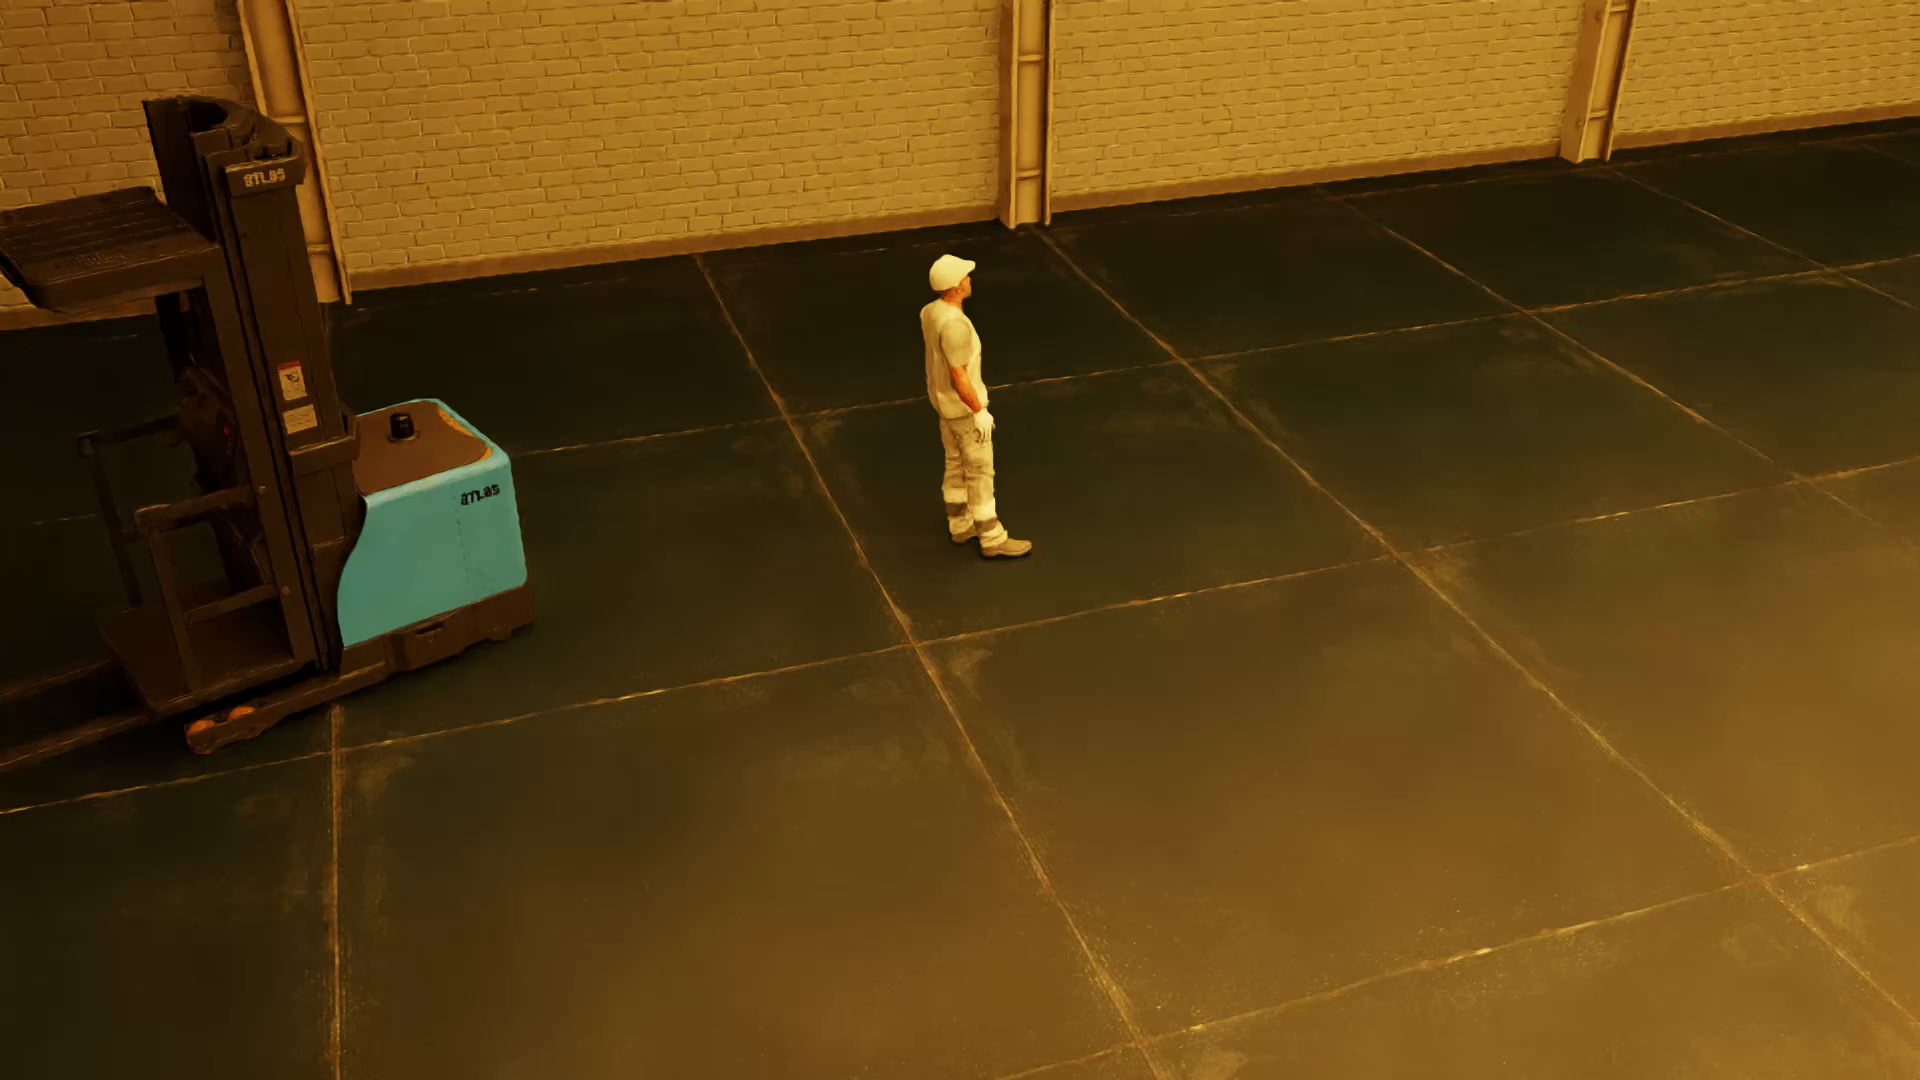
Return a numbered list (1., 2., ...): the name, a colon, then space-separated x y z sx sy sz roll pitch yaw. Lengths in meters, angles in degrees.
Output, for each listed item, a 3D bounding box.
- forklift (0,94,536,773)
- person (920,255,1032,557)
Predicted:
1. forklift: -3.803 -0.513 7.978 3.031 2.935 1.130 -22 36 -33
2. person: 0.080 -0.789 9.589 0.563 1.787 0.637 -10 31 -16
